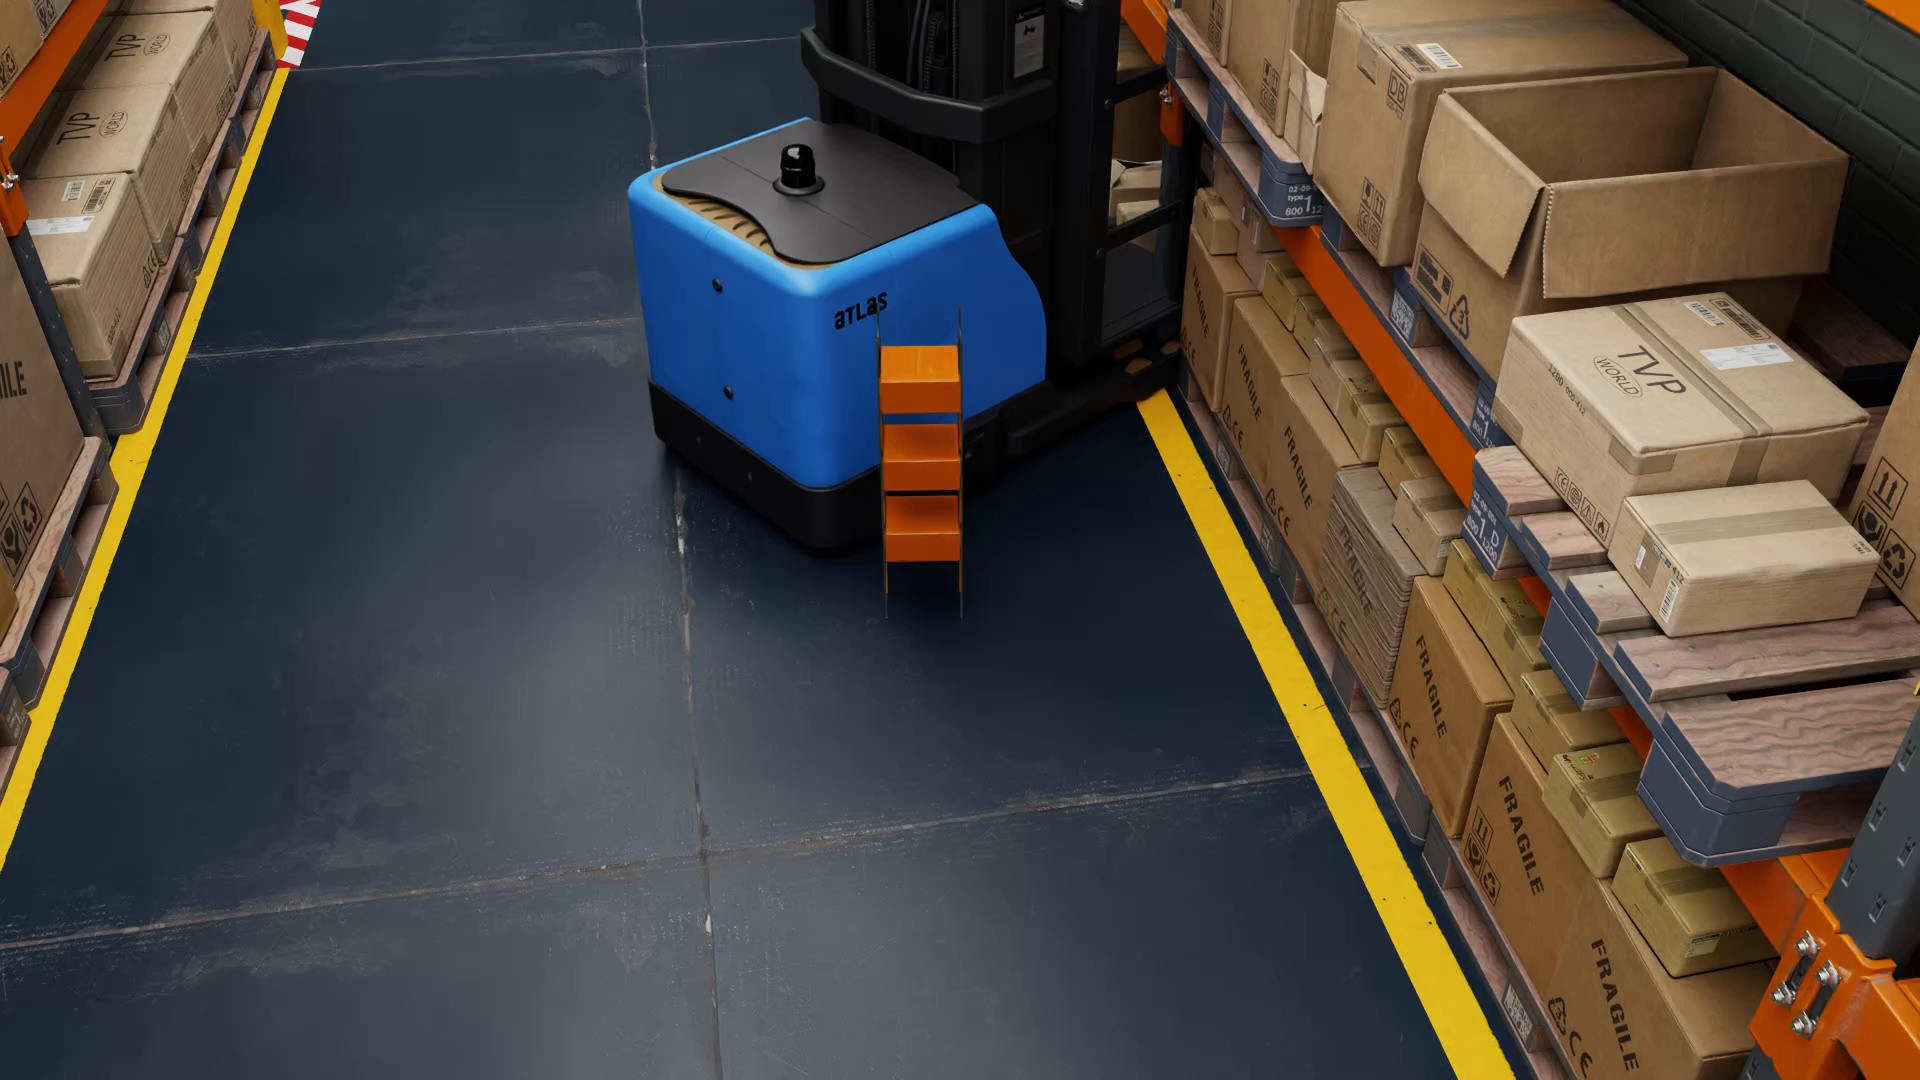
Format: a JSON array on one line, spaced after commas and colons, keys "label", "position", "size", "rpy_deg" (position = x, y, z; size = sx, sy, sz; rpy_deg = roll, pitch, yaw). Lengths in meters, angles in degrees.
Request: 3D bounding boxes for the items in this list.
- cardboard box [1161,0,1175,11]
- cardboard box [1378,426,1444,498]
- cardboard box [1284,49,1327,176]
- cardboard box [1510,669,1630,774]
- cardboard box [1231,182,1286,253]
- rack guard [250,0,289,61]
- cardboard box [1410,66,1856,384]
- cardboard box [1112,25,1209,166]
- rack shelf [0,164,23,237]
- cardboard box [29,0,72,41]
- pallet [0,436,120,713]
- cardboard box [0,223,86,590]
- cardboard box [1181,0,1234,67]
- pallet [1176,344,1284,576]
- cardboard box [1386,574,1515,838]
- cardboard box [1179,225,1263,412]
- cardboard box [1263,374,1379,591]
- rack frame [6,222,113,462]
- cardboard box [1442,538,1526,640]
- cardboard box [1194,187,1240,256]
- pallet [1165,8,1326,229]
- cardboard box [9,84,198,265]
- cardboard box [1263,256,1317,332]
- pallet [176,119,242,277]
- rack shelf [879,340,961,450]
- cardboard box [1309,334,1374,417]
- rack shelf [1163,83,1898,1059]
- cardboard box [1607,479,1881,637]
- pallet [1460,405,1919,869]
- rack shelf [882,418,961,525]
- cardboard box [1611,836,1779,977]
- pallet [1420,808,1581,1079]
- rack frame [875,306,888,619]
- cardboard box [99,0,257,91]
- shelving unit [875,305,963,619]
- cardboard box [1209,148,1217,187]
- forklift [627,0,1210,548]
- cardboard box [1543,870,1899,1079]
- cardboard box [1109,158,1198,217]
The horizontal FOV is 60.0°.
[{"label": "cardboard box", "position": [0.953, -2.029, 6.122], "size": [0.380, 0.149, 0.250], "rpy_deg": [-6, 38, -7]}, {"label": "cardboard box", "position": [1.425, -0.211, 4.743], "size": [0.380, 0.149, 0.250], "rpy_deg": [-6, 38, -8]}, {"label": "cardboard box", "position": [1.124, -1.195, 4.611], "size": [0.396, 0.266, 0.258], "rpy_deg": [-4, 38, -6]}, {"label": "cardboard box", "position": [1.542, 0.422, 3.928], "size": [0.380, 0.149, 0.250], "rpy_deg": [-7, 38, -9]}, {"label": "cardboard box", "position": [1.152, -1.118, 5.668], "size": [0.380, 0.149, 0.250], "rpy_deg": [-8, 39, -10]}, {"label": "rack guard", "position": [-4.334, -2.870, 9.037], "size": [1.175, 0.500, 0.348], "rpy_deg": [-6, 38, -8]}, {"label": "cardboard box", "position": [1.491, -0.719, 3.805], "size": [0.797, 0.503, 0.637], "rpy_deg": [-7, 38, -9]}, {"label": "cardboard box", "position": [0.864, -2.030, 7.614], "size": [0.700, 0.500, 0.500], "rpy_deg": [-8, 38, -10]}, {"label": "rack shelf", "position": [-3.278, 0.065, 3.807], "size": [1.077, 0.370, 4.000], "rpy_deg": [-6, 38, -8]}, {"label": "cardboard box", "position": [-3.537, -2.082, 5.904], "size": [0.500, 0.500, 0.500], "rpy_deg": [-6, 38, -8]}, {"label": "pallet", "position": [-3.419, 0.132, 5.407], "size": [1.003, 0.211, 1.213], "rpy_deg": [-6, 38, -8]}, {"label": "cardboard box", "position": [-3.441, -0.388, 5.193], "size": [0.875, 0.875, 0.875], "rpy_deg": [-5, 38, -7]}, {"label": "cardboard box", "position": [1.122, -1.852, 5.265], "size": [0.700, 0.500, 0.500], "rpy_deg": [-5, 38, -7]}, {"label": "pallet", "position": [1.438, -0.374, 6.060], "size": [1.003, 0.211, 1.213], "rpy_deg": [-6, 38, -8]}, {"label": "cardboard box", "position": [1.502, 0.423, 4.456], "size": [0.500, 0.500, 0.500], "rpy_deg": [-5, 38, -6]}, {"label": "cardboard box", "position": [1.121, -0.825, 6.062], "size": [0.500, 0.500, 0.500], "rpy_deg": [-5, 38, -6]}, {"label": "cardboard box", "position": [1.307, -0.203, 5.261], "size": [0.500, 0.500, 0.500], "rpy_deg": [-7, 38, -9]}, {"label": "rack frame", "position": [-3.628, -1.427, 5.141], "size": [1.000, 3.000, 0.127], "rpy_deg": [-6, 38, -8]}, {"label": "cardboard box", "position": [1.496, 0.107, 4.334], "size": [0.380, 0.149, 0.250], "rpy_deg": [-7, 38, -9]}, {"label": "cardboard box", "position": [1.059, -1.152, 5.955], "size": [0.380, 0.149, 0.250], "rpy_deg": [-5, 38, -6]}, {"label": "pallet", "position": [1.290, -1.393, 5.254], "size": [1.003, 0.211, 1.213], "rpy_deg": [-6, 38, -8]}, {"label": "cardboard box", "position": [-3.790, -1.512, 6.998], "size": [0.875, 0.438, 0.875], "rpy_deg": [-7, 38, -9]}, {"label": "cardboard box", "position": [1.240, -0.840, 5.552], "size": [0.380, 0.149, 0.250], "rpy_deg": [-8, 39, -10]}, {"label": "pallet", "position": [-3.902, -1.532, 7.549], "size": [1.003, 0.211, 1.213], "rpy_deg": [-6, 38, -8]}, {"label": "rack shelf", "position": [-0.120, -0.437, 5.011], "size": [0.240, 0.259, 0.215], "rpy_deg": [-1, 38, -1]}, {"label": "cardboard box", "position": [1.308, -0.521, 5.142], "size": [0.380, 0.149, 0.250], "rpy_deg": [-6, 38, -8]}, {"label": "rack shelf", "position": [1.608, -0.471, 4.497], "size": [1.077, 0.370, 4.000], "rpy_deg": [-6, 38, -8]}, {"label": "cardboard box", "position": [1.466, 0.031, 3.128], "size": [0.380, 0.149, 0.250], "rpy_deg": [-6, 38, -7]}, {"label": "pallet", "position": [1.771, 0.127, 3.298], "size": [1.213, 0.211, 1.003], "rpy_deg": [-6, 38, -8]}, {"label": "rack shelf", "position": [-0.120, -0.213, 5.185], "size": [0.240, 0.259, 0.215], "rpy_deg": [-1, 38, -1]}, {"label": "cardboard box", "position": [1.623, 0.747, 3.510], "size": [0.380, 0.149, 0.250], "rpy_deg": [-8, 39, -10]}, {"label": "pallet", "position": [1.865, 1.099, 4.163], "size": [1.003, 0.211, 1.213], "rpy_deg": [-6, 38, -8]}, {"label": "rack frame", "position": [-0.242, -0.219, 5.176], "size": [0.008, 1.050, 0.200], "rpy_deg": [-1, 38, -1]}, {"label": "cardboard box", "position": [-4.115, -2.609, 8.409], "size": [0.875, 0.438, 0.875], "rpy_deg": [-7, 38, -9]}, {"label": "shelving unit", "position": [-0.120, -0.221, 5.179], "size": [0.252, 1.050, 0.215], "rpy_deg": [-1, 38, -1]}, {"label": "cardboard box", "position": [1.375, -1.491, 7.074], "size": [0.500, 0.311, 0.500], "rpy_deg": [-5, 38, -6]}, {"label": "forklift", "position": [0.298, -1.908, 5.817], "size": [3.031, 2.935, 1.130], "rpy_deg": [-29, 46, -32]}, {"label": "cardboard box", "position": [1.673, 1.042, 3.659], "size": [0.500, 0.500, 0.500], "rpy_deg": [-5, 38, -7]}, {"label": "cardboard box", "position": [0.808, -1.570, 7.212], "size": [0.396, 0.266, 0.258], "rpy_deg": [-5, 38, -6]}]
